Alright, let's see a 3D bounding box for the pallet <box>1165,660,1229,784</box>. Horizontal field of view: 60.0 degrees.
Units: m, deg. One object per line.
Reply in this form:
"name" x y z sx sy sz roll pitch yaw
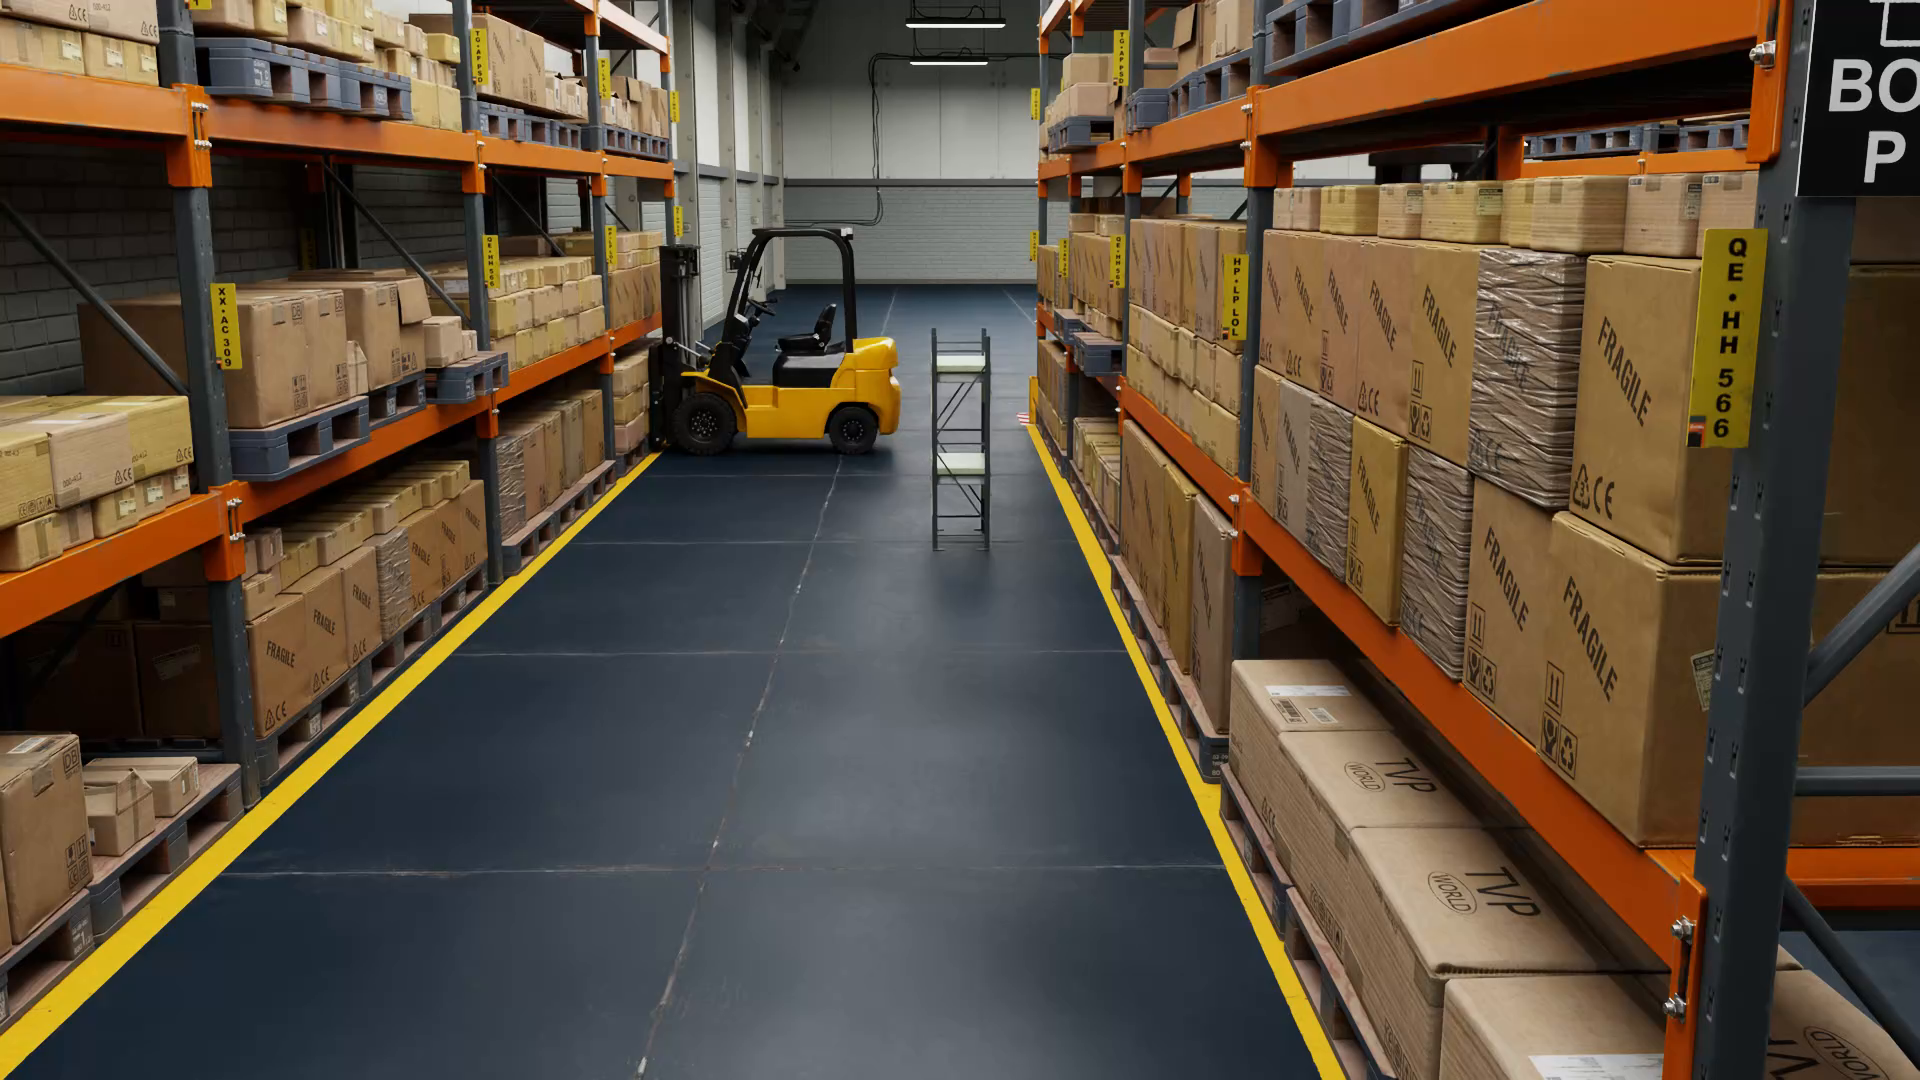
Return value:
"pallet" 1.516 0.803 7.568 1.003 0.211 1.213 0 11 -1

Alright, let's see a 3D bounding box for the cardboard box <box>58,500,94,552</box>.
"cardboard box" -3.061 -0.048 5.384 0.380 0.149 0.250 0 11 0

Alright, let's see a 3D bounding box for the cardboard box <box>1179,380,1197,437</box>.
"cardboard box" 1.346 -0.626 7.980 0.500 0.250 0.500 -1 11 -3

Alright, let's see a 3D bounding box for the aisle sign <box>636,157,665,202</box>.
"aisle sign" -3.311 -4.063 18.002 0.394 0.787 0.004 0 11 -1

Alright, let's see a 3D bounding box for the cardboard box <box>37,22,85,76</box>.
"cardboard box" -3.053 -1.564 5.309 0.380 0.149 0.250 0 11 1

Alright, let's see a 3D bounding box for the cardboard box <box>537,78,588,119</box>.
"cardboard box" -3.262 -3.518 13.226 0.500 0.311 0.500 -1 11 -3

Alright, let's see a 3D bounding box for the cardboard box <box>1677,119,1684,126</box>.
"cardboard box" 6.710 -3.817 15.111 0.380 0.149 0.250 0 11 -1

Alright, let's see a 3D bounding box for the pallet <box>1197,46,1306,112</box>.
"pallet" 1.539 -1.968 7.155 0.805 0.209 1.217 -1 11 -3

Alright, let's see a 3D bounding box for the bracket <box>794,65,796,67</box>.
"bracket" -4.800 -13.738 48.087 0.076 0.066 3.189 0 11 -1

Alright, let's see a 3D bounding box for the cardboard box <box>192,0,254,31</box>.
"cardboard box" -2.964 -2.052 6.408 0.380 0.149 0.250 0 11 0

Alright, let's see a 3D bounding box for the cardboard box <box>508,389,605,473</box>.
"cardboard box" -3.498 -0.918 13.954 0.875 0.625 0.625 0 11 1

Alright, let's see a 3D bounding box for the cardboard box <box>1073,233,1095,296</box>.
"cardboard box" 1.176 -2.207 13.338 0.500 0.500 0.500 0 11 -1

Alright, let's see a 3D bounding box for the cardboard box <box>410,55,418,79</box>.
"cardboard box" -3.224 -2.603 9.174 0.380 0.149 0.250 0 11 0

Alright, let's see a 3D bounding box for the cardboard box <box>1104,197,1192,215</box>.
"cardboard box" 1.650 -2.774 14.672 0.700 0.500 0.500 0 11 -2

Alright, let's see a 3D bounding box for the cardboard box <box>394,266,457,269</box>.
"cardboard box" -3.799 -1.868 11.840 0.380 0.149 0.250 0 11 -2

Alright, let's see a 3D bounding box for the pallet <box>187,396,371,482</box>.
"pallet" -3.262 -0.454 7.237 1.003 0.211 1.213 0 11 -1

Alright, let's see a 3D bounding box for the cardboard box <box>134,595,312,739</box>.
"cardboard box" -3.140 0.533 7.118 0.500 0.500 0.500 0 11 1

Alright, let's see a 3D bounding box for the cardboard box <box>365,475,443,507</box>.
"cardboard box" -3.176 -0.279 9.489 0.380 0.149 0.250 -1 11 -3

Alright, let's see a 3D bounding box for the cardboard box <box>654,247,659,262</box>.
"cardboard box" -3.337 -2.971 17.276 0.380 0.149 0.250 0 11 0

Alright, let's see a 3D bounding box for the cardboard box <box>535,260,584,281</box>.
"cardboard box" -3.177 -2.127 13.118 0.380 0.149 0.250 -1 11 -3

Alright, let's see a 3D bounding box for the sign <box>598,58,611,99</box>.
"sign" -2.978 -3.861 13.910 0.100 0.325 0.005 0 11 -1

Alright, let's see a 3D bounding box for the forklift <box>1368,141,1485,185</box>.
"forklift" 3.849 -1.578 12.467 3.031 2.935 1.130 -8 14 -35

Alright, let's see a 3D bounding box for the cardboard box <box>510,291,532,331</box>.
"cardboard box" -3.212 -1.544 11.247 0.500 0.250 0.500 0 11 1

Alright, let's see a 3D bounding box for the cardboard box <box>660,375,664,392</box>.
"cardboard box" -3.249 -1.580 16.904 0.500 0.250 0.500 0 11 -2

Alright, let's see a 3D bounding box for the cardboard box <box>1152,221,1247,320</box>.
"cardboard box" 1.306 -1.444 8.865 0.500 0.500 0.500 0 11 0

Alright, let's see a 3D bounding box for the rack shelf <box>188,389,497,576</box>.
"rack shelf" -3.396 -0.434 8.463 1.077 0.370 4.000 0 11 -1

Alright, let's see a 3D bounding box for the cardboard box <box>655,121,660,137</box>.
"cardboard box" -3.282 -4.213 17.060 0.380 0.149 0.250 -1 11 -3

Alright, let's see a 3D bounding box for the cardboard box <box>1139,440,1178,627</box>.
"cardboard box" 1.470 -0.055 9.073 0.875 0.875 0.875 0 11 0

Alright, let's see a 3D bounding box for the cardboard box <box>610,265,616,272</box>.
"cardboard box" -3.271 -2.462 14.768 0.380 0.149 0.250 0 11 0

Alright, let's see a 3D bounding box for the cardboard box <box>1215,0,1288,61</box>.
"cardboard box" 1.379 -2.217 7.065 0.500 0.311 0.500 0 11 -1

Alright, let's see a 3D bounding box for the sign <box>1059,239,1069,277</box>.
"sign" 0.900 -2.421 14.270 0.100 0.325 0.005 0 11 -1

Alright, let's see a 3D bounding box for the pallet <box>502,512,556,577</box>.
"pallet" -3.416 0.019 11.436 1.003 0.211 1.213 0 11 -1

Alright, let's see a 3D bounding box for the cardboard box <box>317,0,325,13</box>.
"cardboard box" -3.058 -2.403 7.390 0.380 0.149 0.250 0 11 0

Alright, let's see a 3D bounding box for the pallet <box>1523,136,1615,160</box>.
"pallet" 6.332 -4.115 17.478 1.003 0.211 1.213 0 11 -1

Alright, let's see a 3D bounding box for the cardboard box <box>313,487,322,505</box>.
"cardboard box" -3.762 -0.221 9.205 0.380 0.149 0.250 -1 11 -4

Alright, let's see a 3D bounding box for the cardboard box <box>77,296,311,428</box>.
"cardboard box" -3.141 -0.741 6.859 0.700 0.500 0.500 0 11 0

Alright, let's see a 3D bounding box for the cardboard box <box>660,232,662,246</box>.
"cardboard box" -3.349 -3.168 17.498 0.380 0.149 0.250 0 11 -1

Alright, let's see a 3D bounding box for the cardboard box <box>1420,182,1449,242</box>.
"cardboard box" 1.415 -0.848 4.298 0.380 0.149 0.250 0 11 1

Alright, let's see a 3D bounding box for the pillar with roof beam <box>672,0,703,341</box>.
"pillar with roof beam" -0.434 -7.975 28.738 9.100 9.000 0.400 0 11 -1

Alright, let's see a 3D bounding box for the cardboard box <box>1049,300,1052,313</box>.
"cardboard box" 1.102 -2.399 16.971 0.380 0.149 0.250 0 11 0

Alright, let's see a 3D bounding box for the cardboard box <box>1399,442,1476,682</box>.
"cardboard box" 1.400 0.039 4.070 0.500 0.500 0.500 0 11 0

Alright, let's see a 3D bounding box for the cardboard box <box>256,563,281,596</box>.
"cardboard box" -3.179 0.185 7.201 0.380 0.149 0.250 -1 11 -3

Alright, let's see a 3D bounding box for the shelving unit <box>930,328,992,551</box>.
"shelving unit" 0.000 -0.736 11.917 0.431 1.500 0.755 0 11 -1

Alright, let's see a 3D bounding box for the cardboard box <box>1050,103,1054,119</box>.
"cardboard box" 1.083 -4.210 16.351 0.380 0.149 0.250 0 11 0

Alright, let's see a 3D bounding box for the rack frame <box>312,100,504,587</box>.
"rack frame" -3.438 -1.184 10.352 1.000 3.000 0.127 0 11 -1

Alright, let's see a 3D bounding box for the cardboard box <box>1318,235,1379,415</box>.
"cardboard box" 1.379 -0.651 4.958 0.500 0.500 0.500 0 11 0

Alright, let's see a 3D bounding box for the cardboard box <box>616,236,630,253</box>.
"cardboard box" -3.243 -2.710 15.244 0.380 0.149 0.250 0 11 0

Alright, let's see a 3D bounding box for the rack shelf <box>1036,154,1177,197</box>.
"rack shelf" 1.401 -3.515 16.108 1.077 0.370 4.000 0 11 -1

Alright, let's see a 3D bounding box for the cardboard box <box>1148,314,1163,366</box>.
"cardboard box" 1.296 -1.073 8.924 0.500 0.250 0.500 0 11 -1

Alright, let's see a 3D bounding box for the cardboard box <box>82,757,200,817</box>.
"cardboard box" -3.050 0.912 6.134 0.380 0.149 0.250 -1 11 -3

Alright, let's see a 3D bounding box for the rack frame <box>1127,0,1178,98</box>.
"rack frame" 1.525 -4.145 9.859 1.000 3.000 0.127 0 11 -1

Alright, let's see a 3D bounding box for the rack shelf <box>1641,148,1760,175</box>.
"rack shelf" 6.430 -2.761 12.388 1.077 0.370 4.000 0 11 -1

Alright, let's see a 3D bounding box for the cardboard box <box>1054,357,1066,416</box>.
"cardboard box" 1.149 -1.444 15.605 0.500 0.500 0.500 0 11 0

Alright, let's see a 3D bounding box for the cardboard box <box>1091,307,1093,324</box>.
"cardboard box" 1.172 -1.660 12.272 0.380 0.149 0.250 -1 11 -3

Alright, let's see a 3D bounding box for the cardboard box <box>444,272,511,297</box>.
"cardboard box" -3.157 -1.669 10.857 0.380 0.149 0.250 0 11 0
